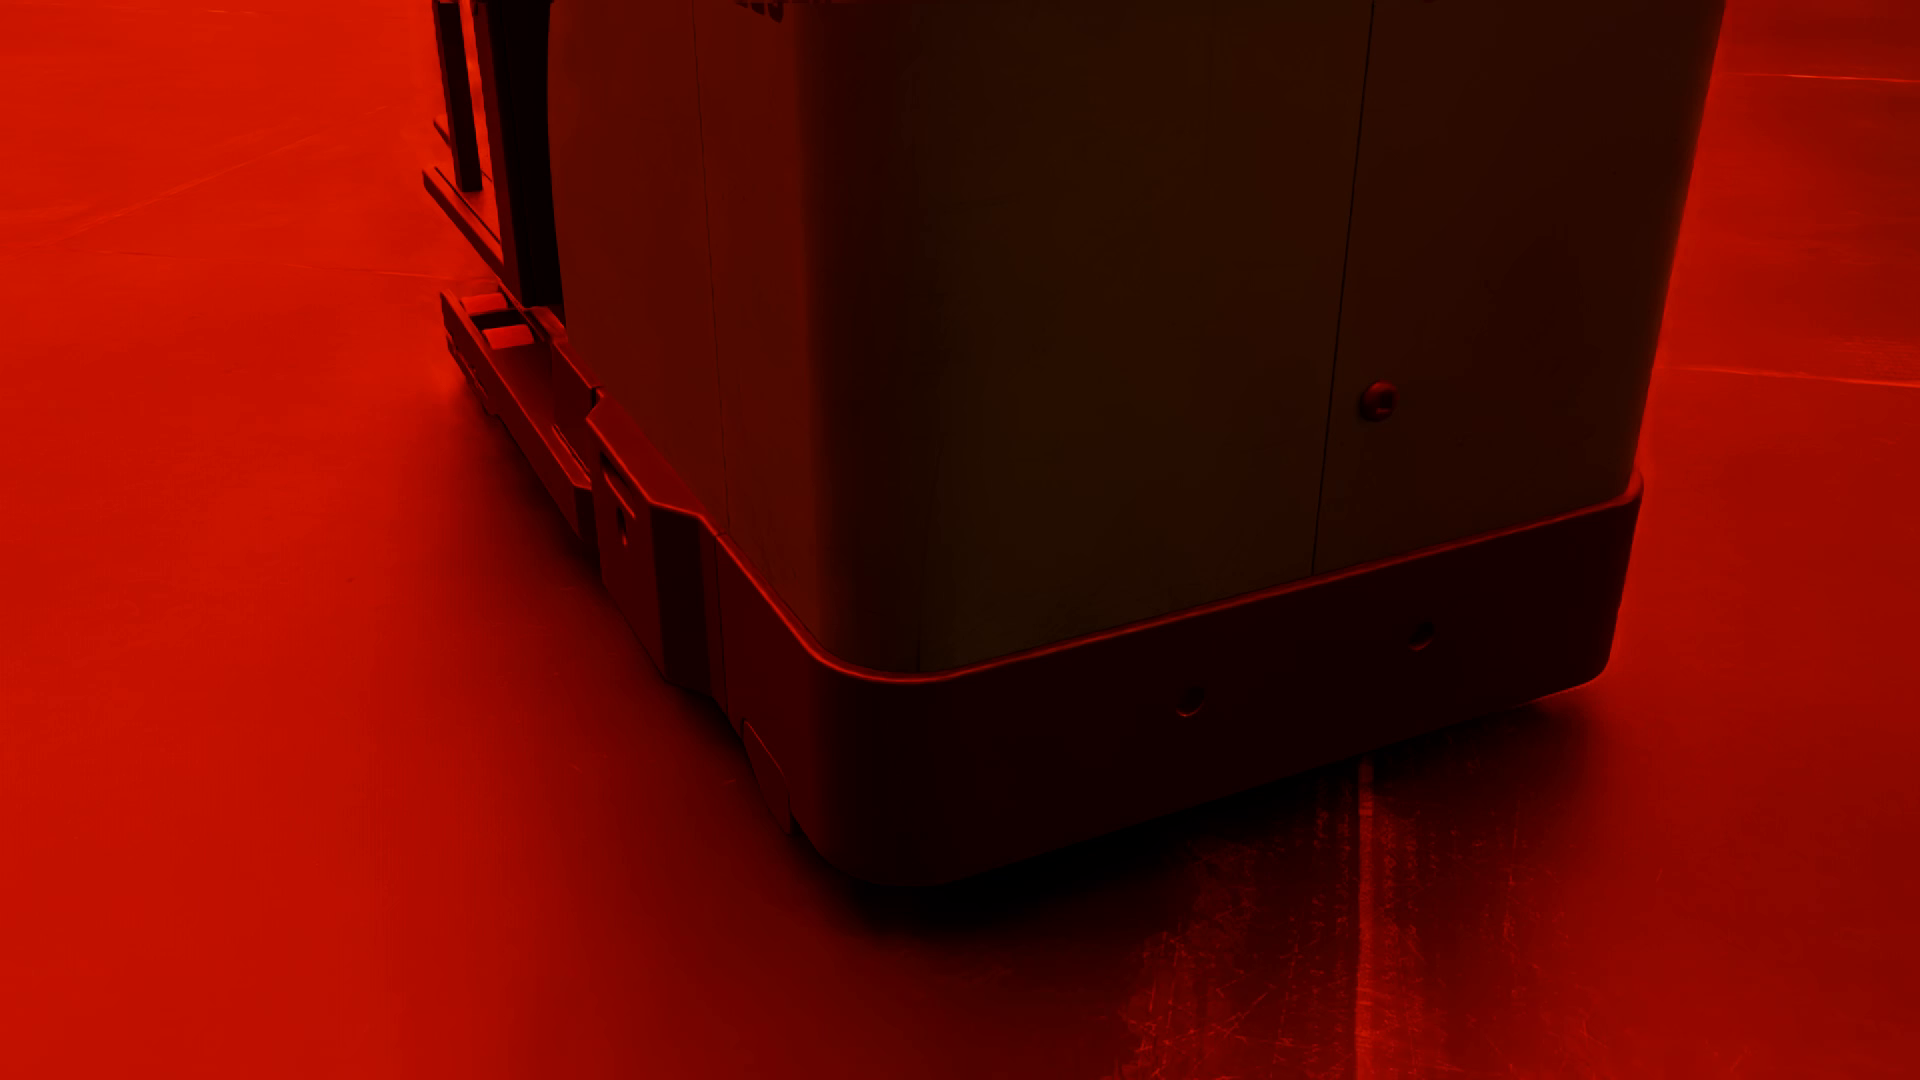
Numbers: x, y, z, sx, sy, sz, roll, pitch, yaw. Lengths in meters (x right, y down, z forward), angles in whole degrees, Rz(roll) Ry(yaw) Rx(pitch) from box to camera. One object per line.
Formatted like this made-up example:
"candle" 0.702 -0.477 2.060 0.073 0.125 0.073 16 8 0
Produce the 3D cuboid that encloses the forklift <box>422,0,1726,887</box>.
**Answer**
"forklift" -0.301 -1.598 2.413 1.130 2.935 3.031 -13 29 -23
